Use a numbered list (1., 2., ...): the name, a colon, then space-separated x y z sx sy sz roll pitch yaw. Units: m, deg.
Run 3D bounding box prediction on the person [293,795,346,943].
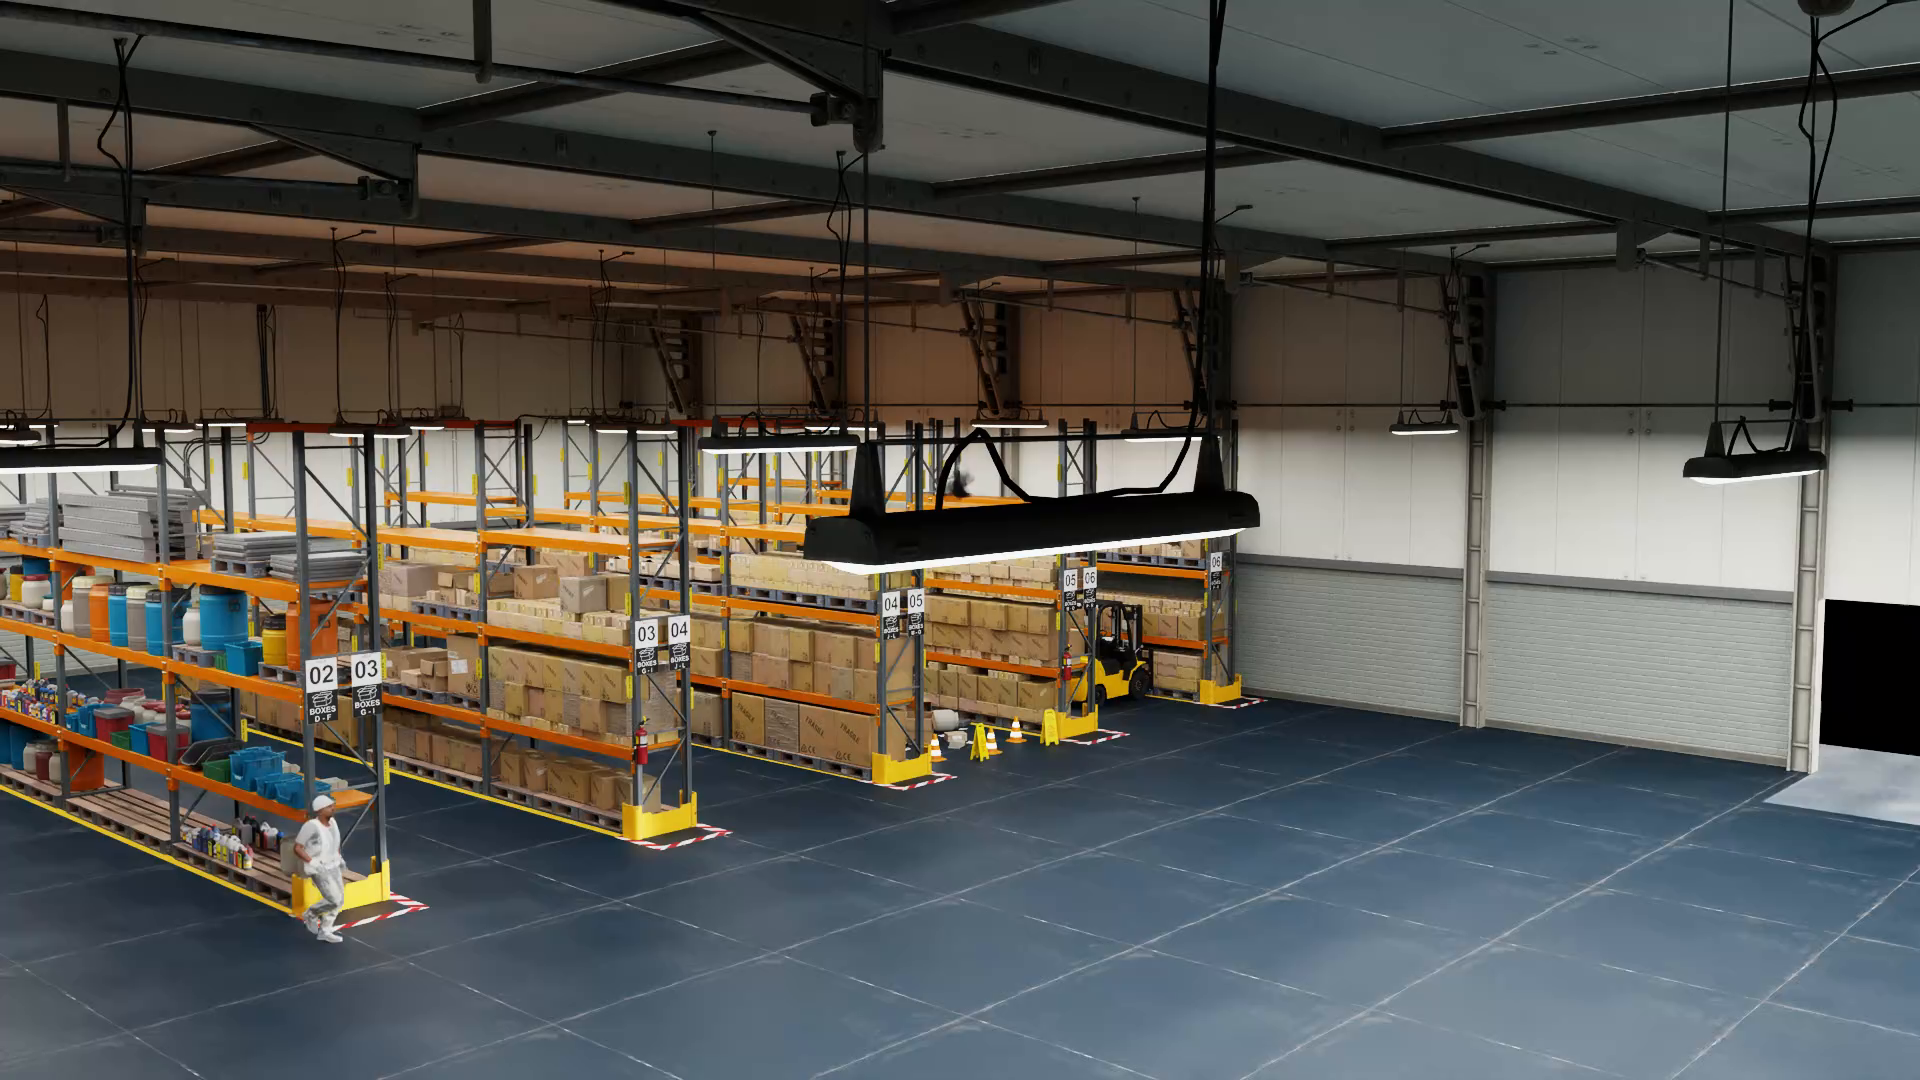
1. person: -7.474 3.870 19.565 0.540 1.744 0.715 1 5 13
